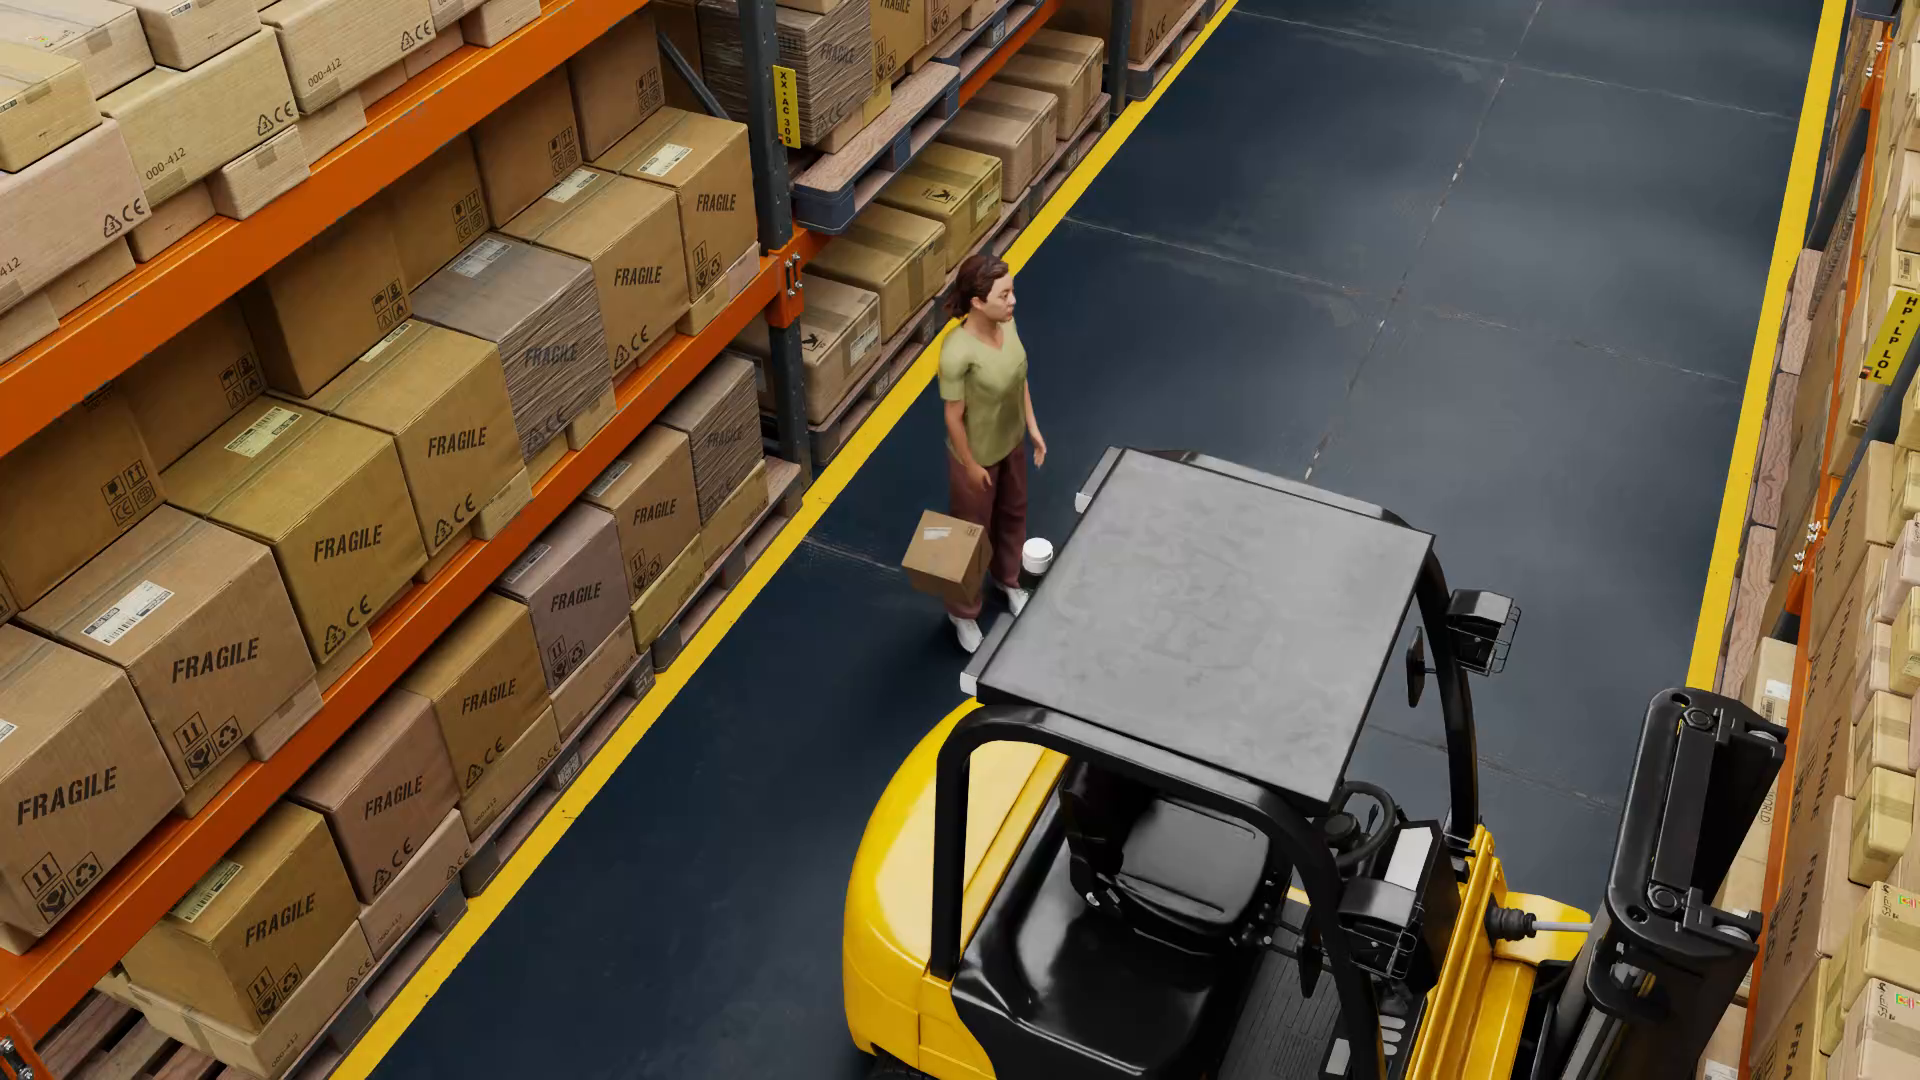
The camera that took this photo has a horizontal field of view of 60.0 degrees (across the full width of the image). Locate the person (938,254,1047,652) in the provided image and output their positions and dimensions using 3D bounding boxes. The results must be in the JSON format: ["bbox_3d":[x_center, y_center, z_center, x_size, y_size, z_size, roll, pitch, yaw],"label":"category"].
[{"bbox_3d":[0.100,-0.336,6.503,0.432,1.684,0.525,26,48,26],"label":"person"}]
